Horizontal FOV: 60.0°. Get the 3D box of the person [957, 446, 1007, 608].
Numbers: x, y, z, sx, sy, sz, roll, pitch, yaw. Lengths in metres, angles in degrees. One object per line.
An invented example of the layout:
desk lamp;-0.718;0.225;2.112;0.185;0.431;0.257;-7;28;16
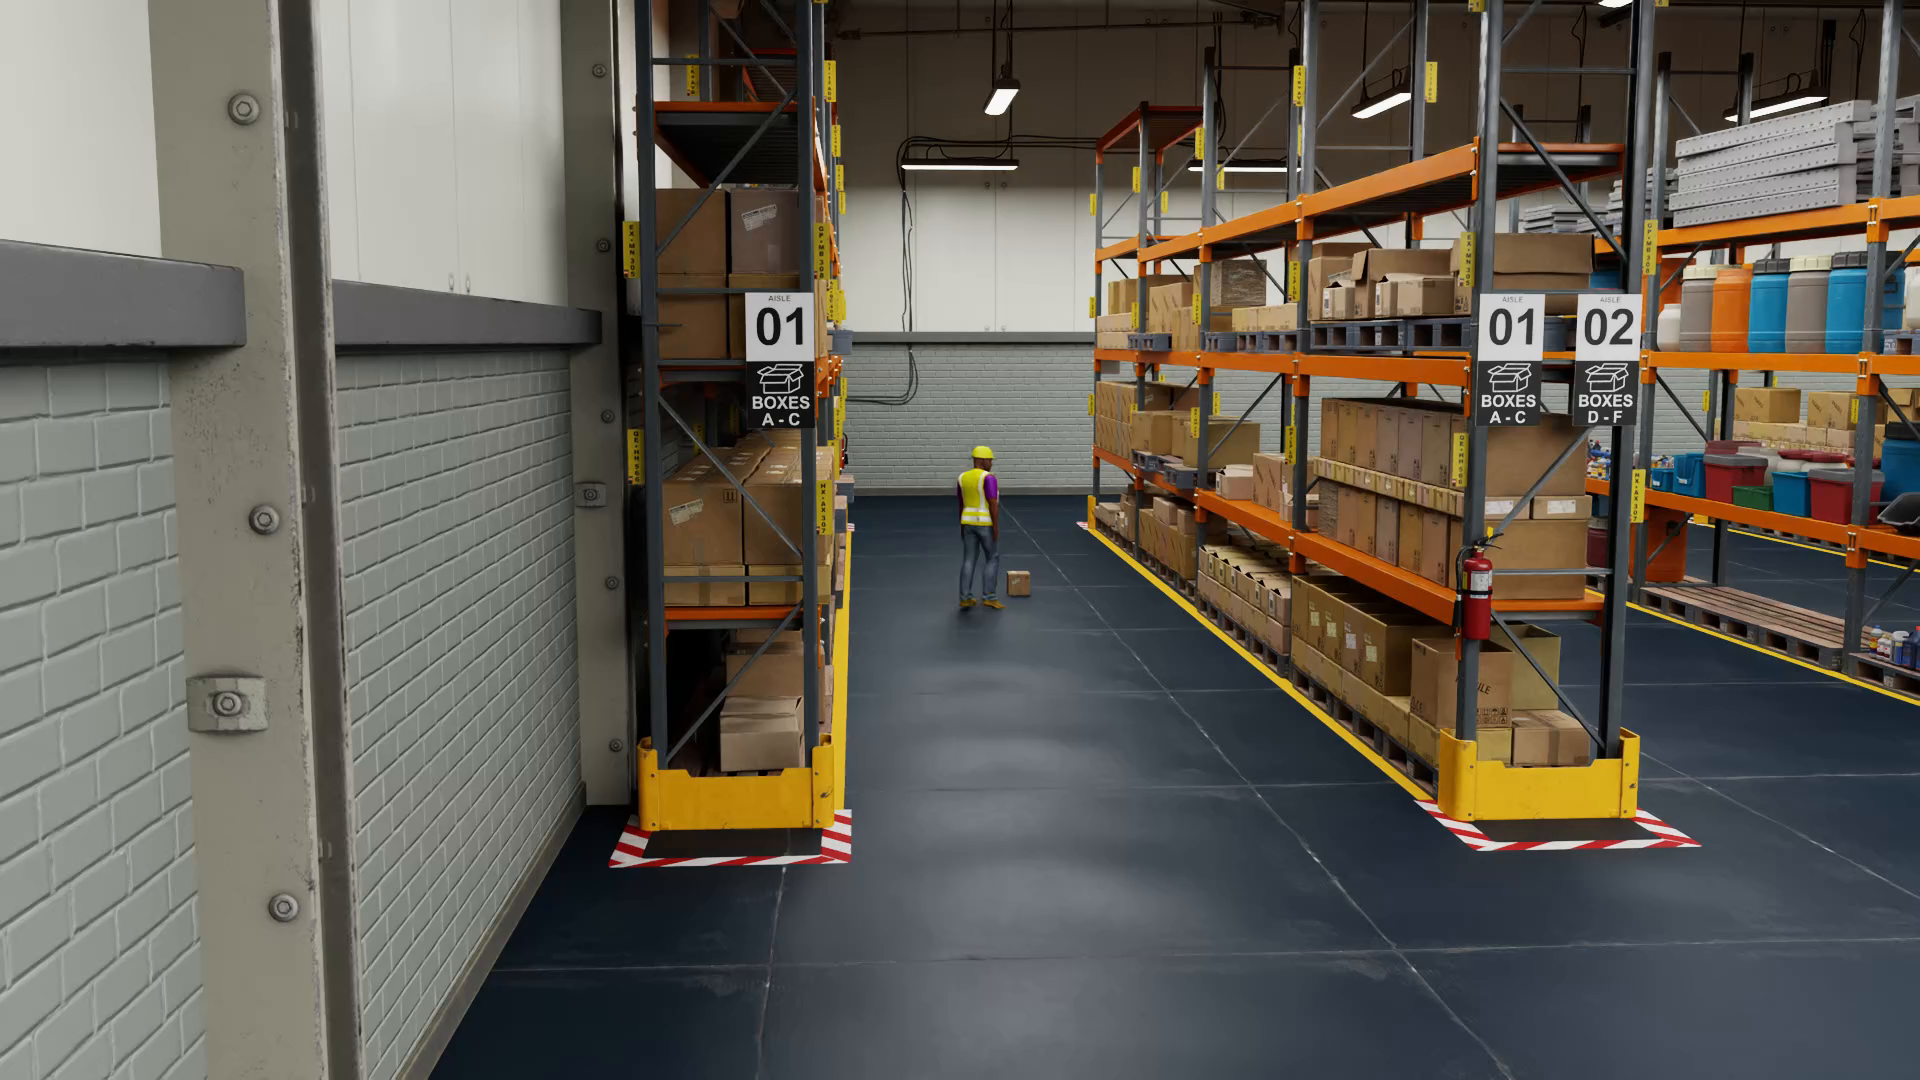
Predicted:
person;0.181;-0.118;18.227;0.595;1.818;0.534;5;9;37
